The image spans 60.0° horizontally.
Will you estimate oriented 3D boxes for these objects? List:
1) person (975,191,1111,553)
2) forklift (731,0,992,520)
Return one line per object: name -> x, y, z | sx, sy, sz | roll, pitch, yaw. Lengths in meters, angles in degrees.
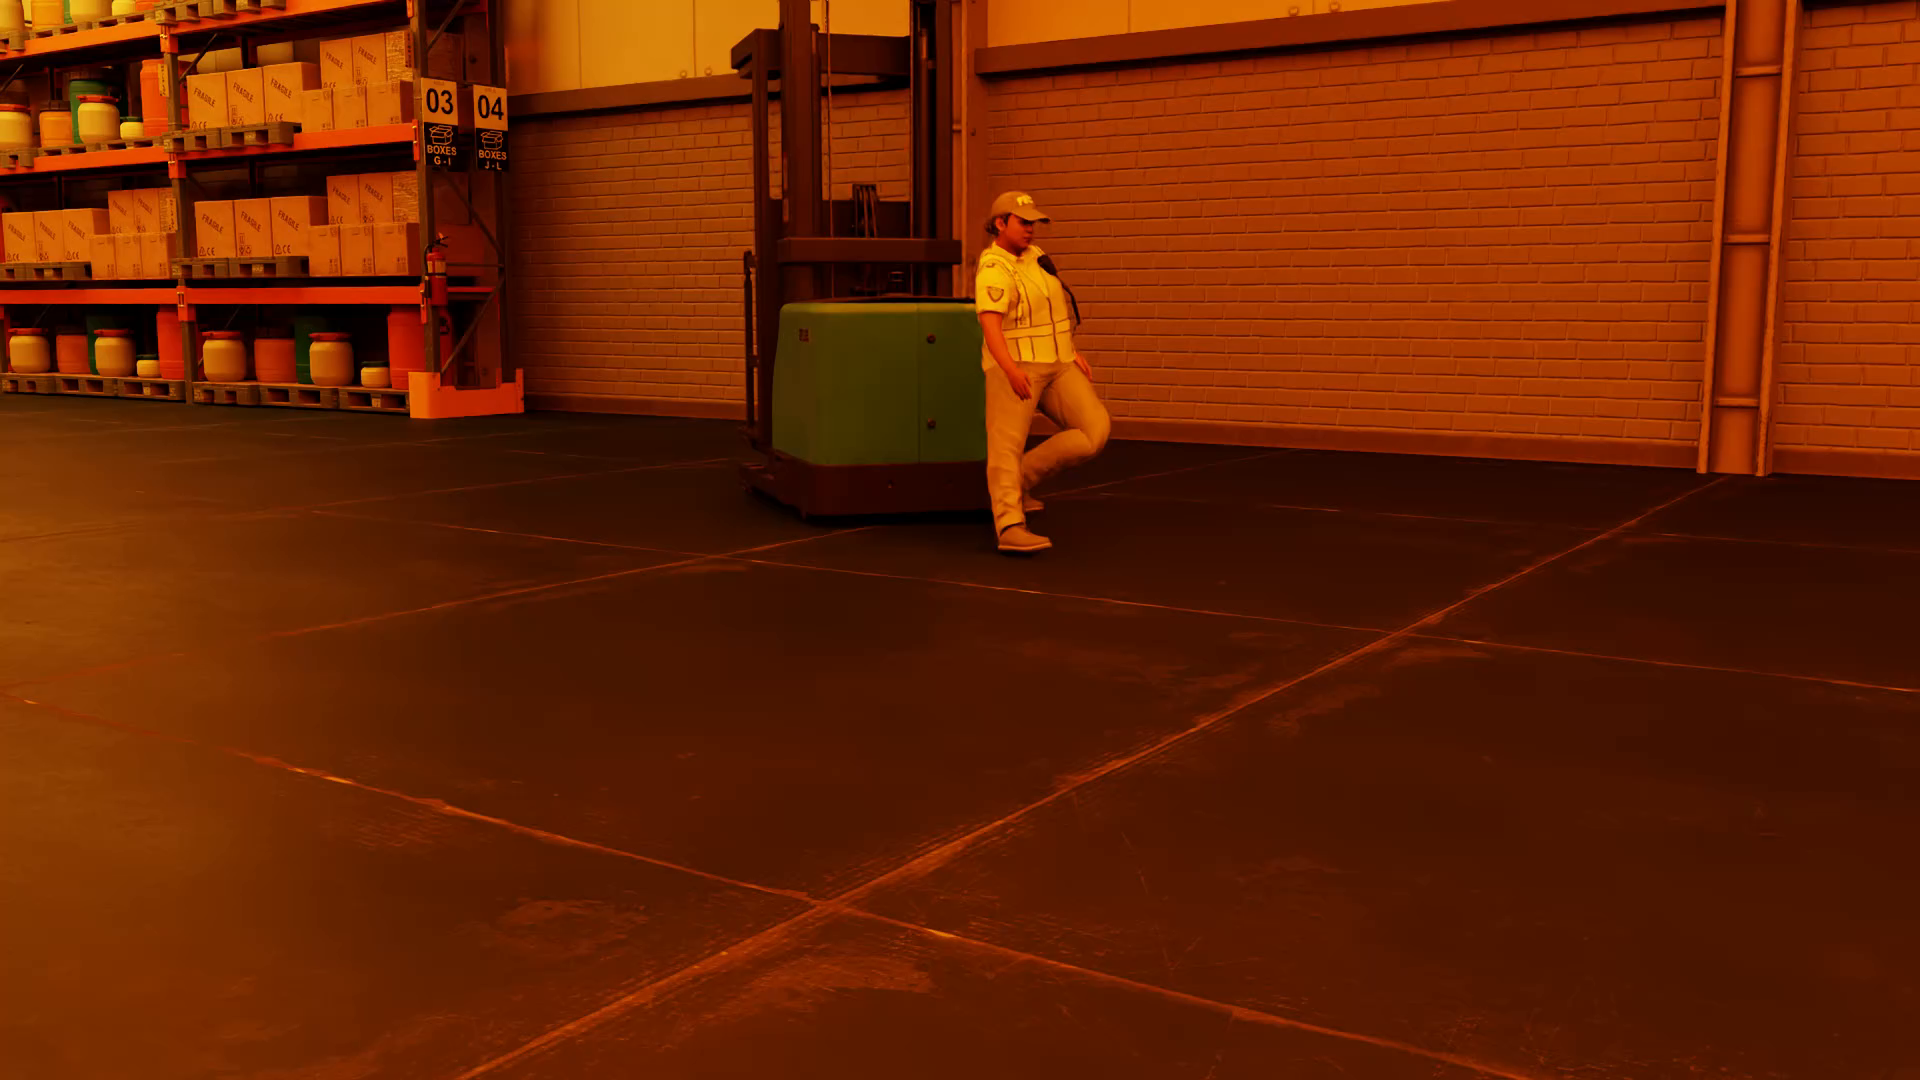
person -> 0.350, -0.757, 7.328 | 0.709, 1.552, 0.685 | -8, 11, -43
forklift -> -0.649, -1.718, 9.276 | 1.130, 2.935, 3.031 | -3, 8, -17
